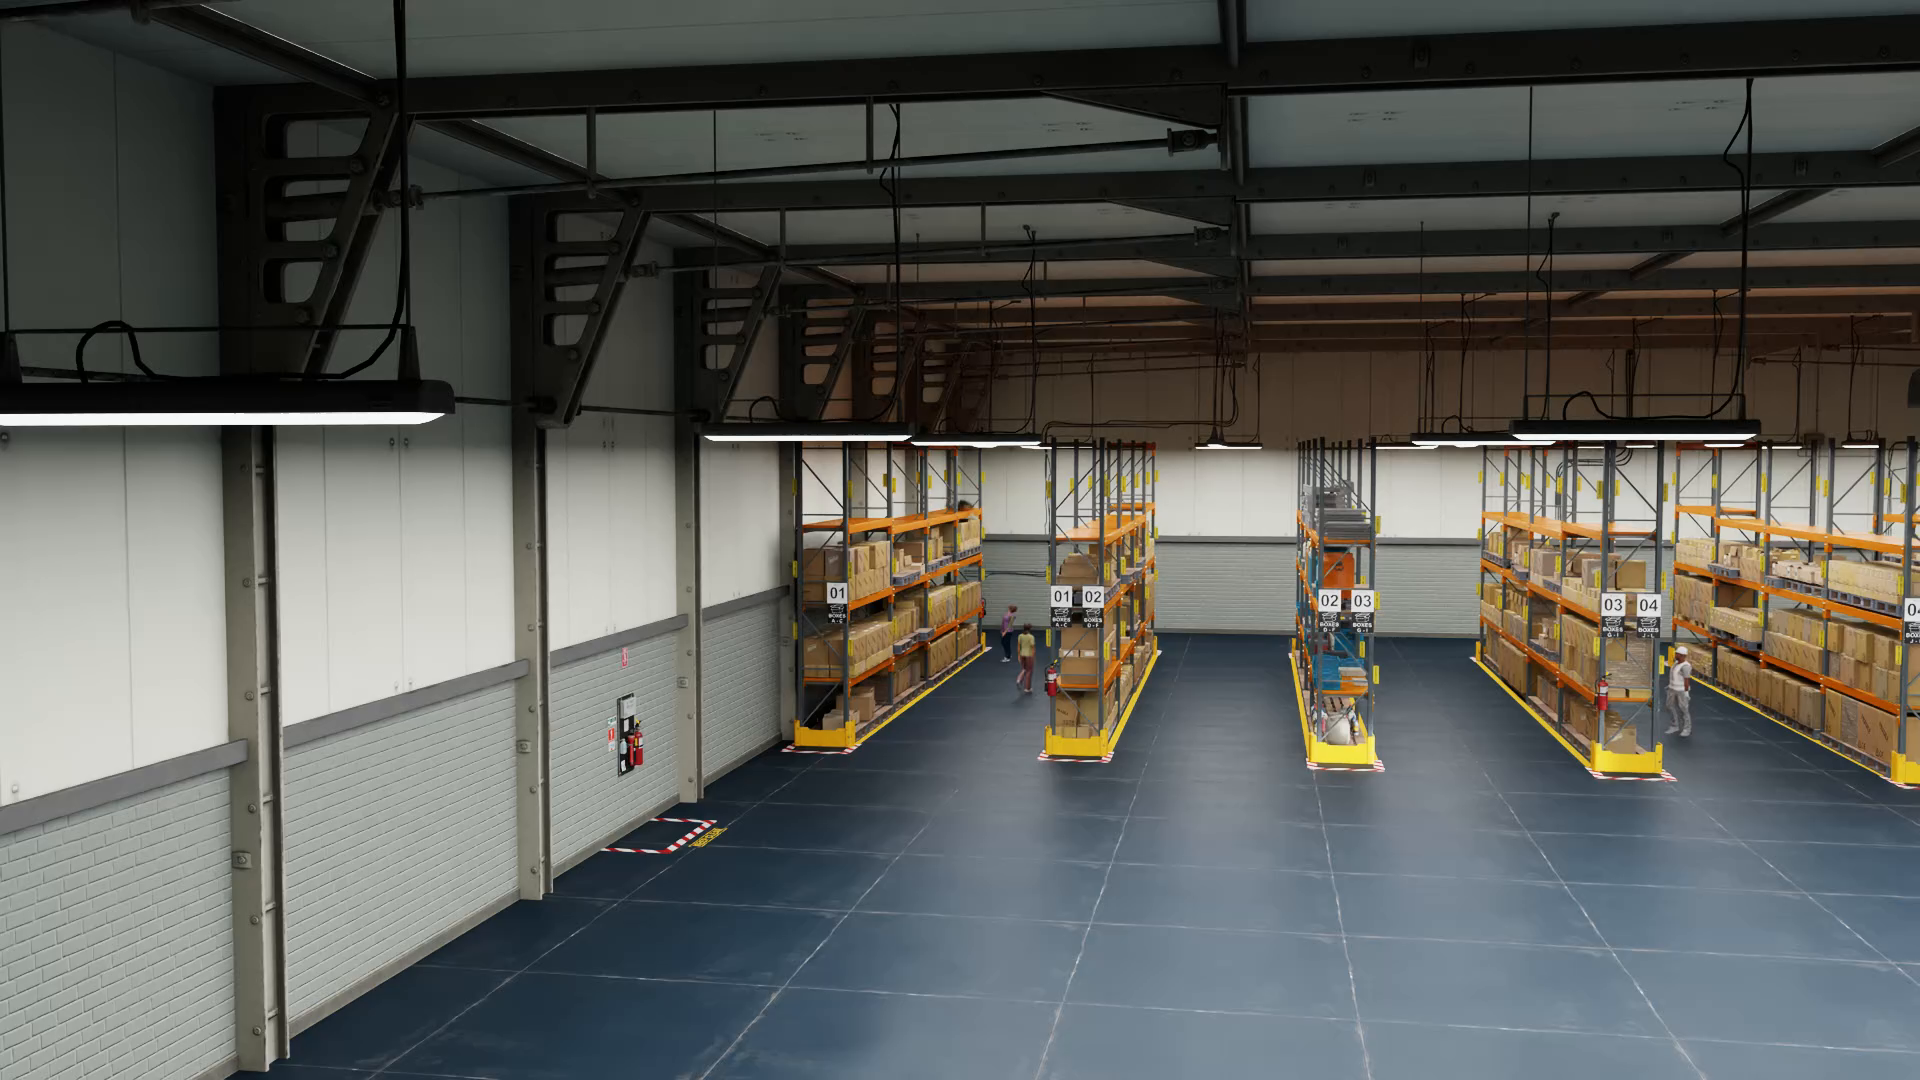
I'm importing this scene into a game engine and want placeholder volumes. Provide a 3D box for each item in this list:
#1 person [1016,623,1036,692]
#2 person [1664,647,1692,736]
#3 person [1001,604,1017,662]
[{"bbox_3d":[1.585,2.788,39.503,0.523,1.658,0.450,-3,4,-44],"label":"person"},{"bbox_3d":[14.487,3.050,33.558,0.387,1.811,0.698,-1,3,-11],"label":"person"},{"bbox_3d":[1.254,2.552,45.466,0.436,1.605,0.536,-1,3,-23],"label":"person"}]
